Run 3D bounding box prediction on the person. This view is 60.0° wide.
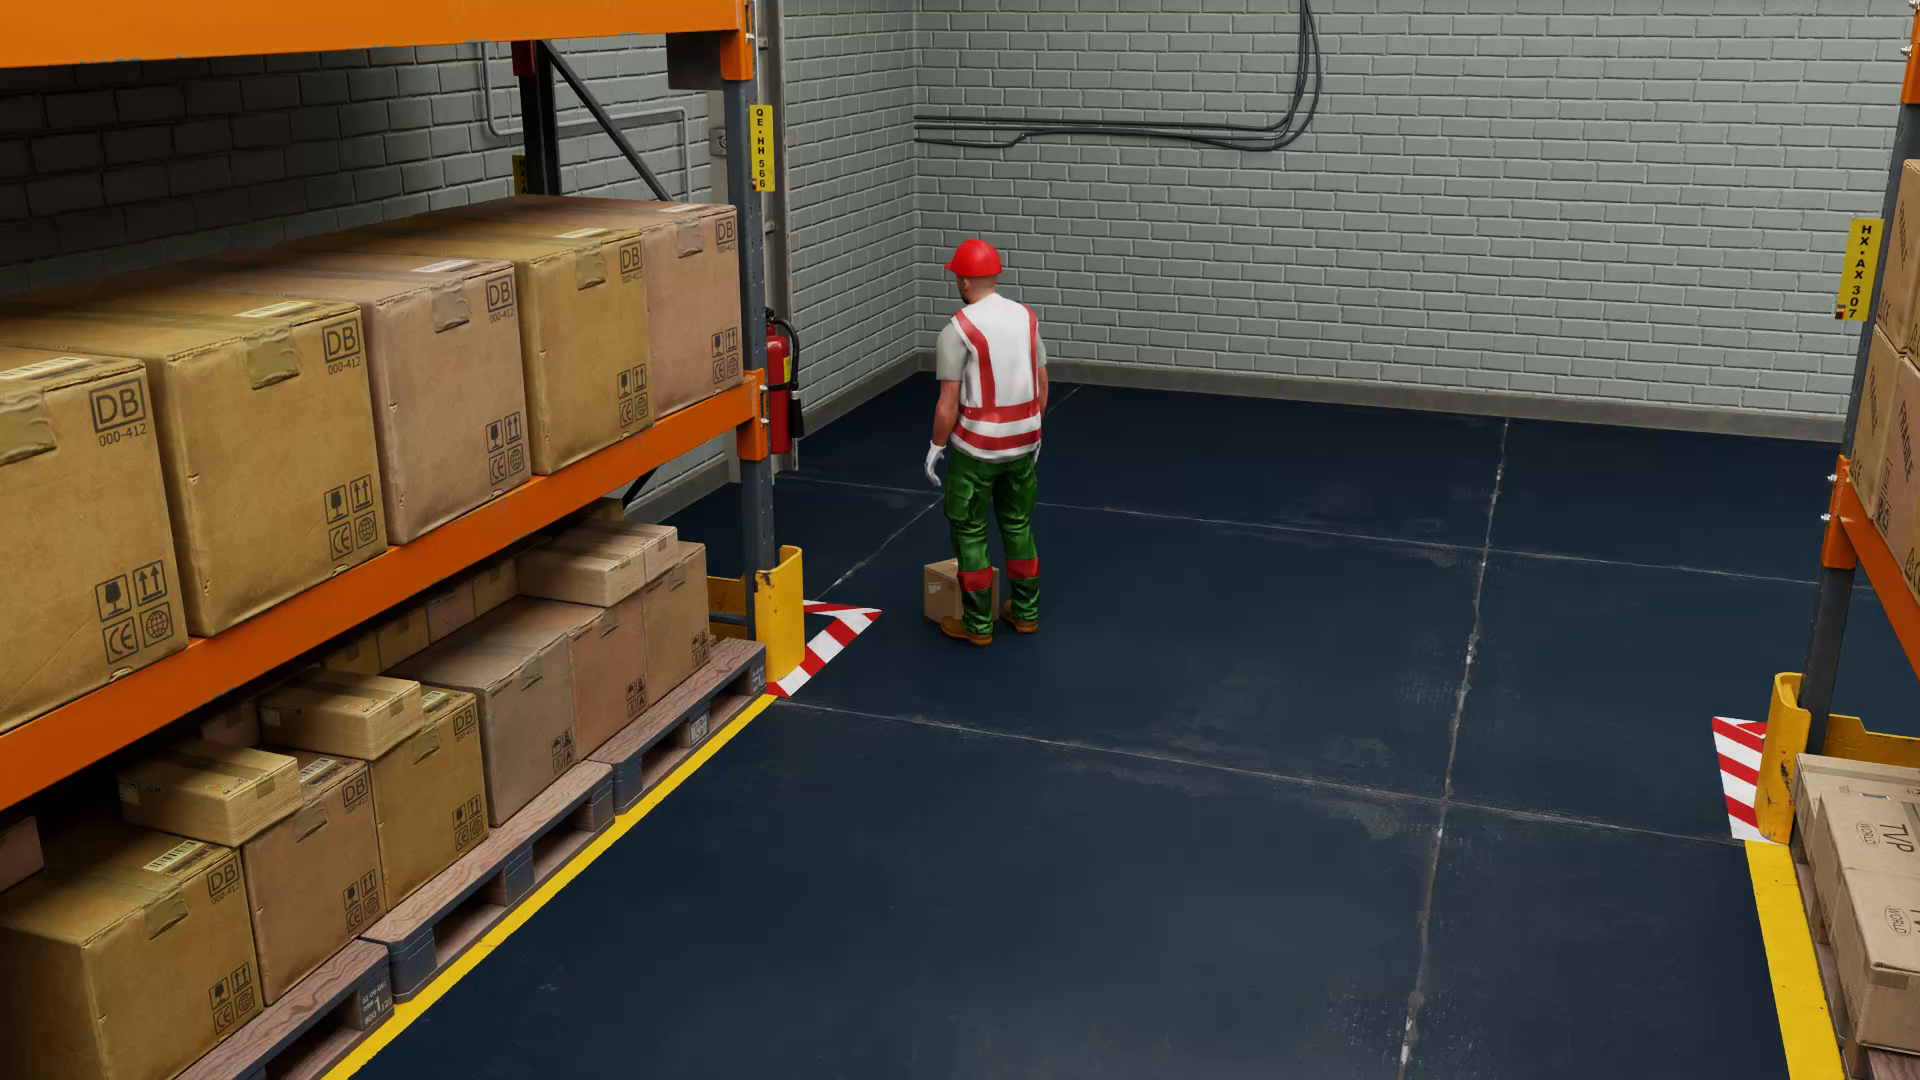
[{"bbox_3d":[0.119,-0.418,7.286,0.623,1.780,0.449,-13,22,-33],"label":"person"}]
